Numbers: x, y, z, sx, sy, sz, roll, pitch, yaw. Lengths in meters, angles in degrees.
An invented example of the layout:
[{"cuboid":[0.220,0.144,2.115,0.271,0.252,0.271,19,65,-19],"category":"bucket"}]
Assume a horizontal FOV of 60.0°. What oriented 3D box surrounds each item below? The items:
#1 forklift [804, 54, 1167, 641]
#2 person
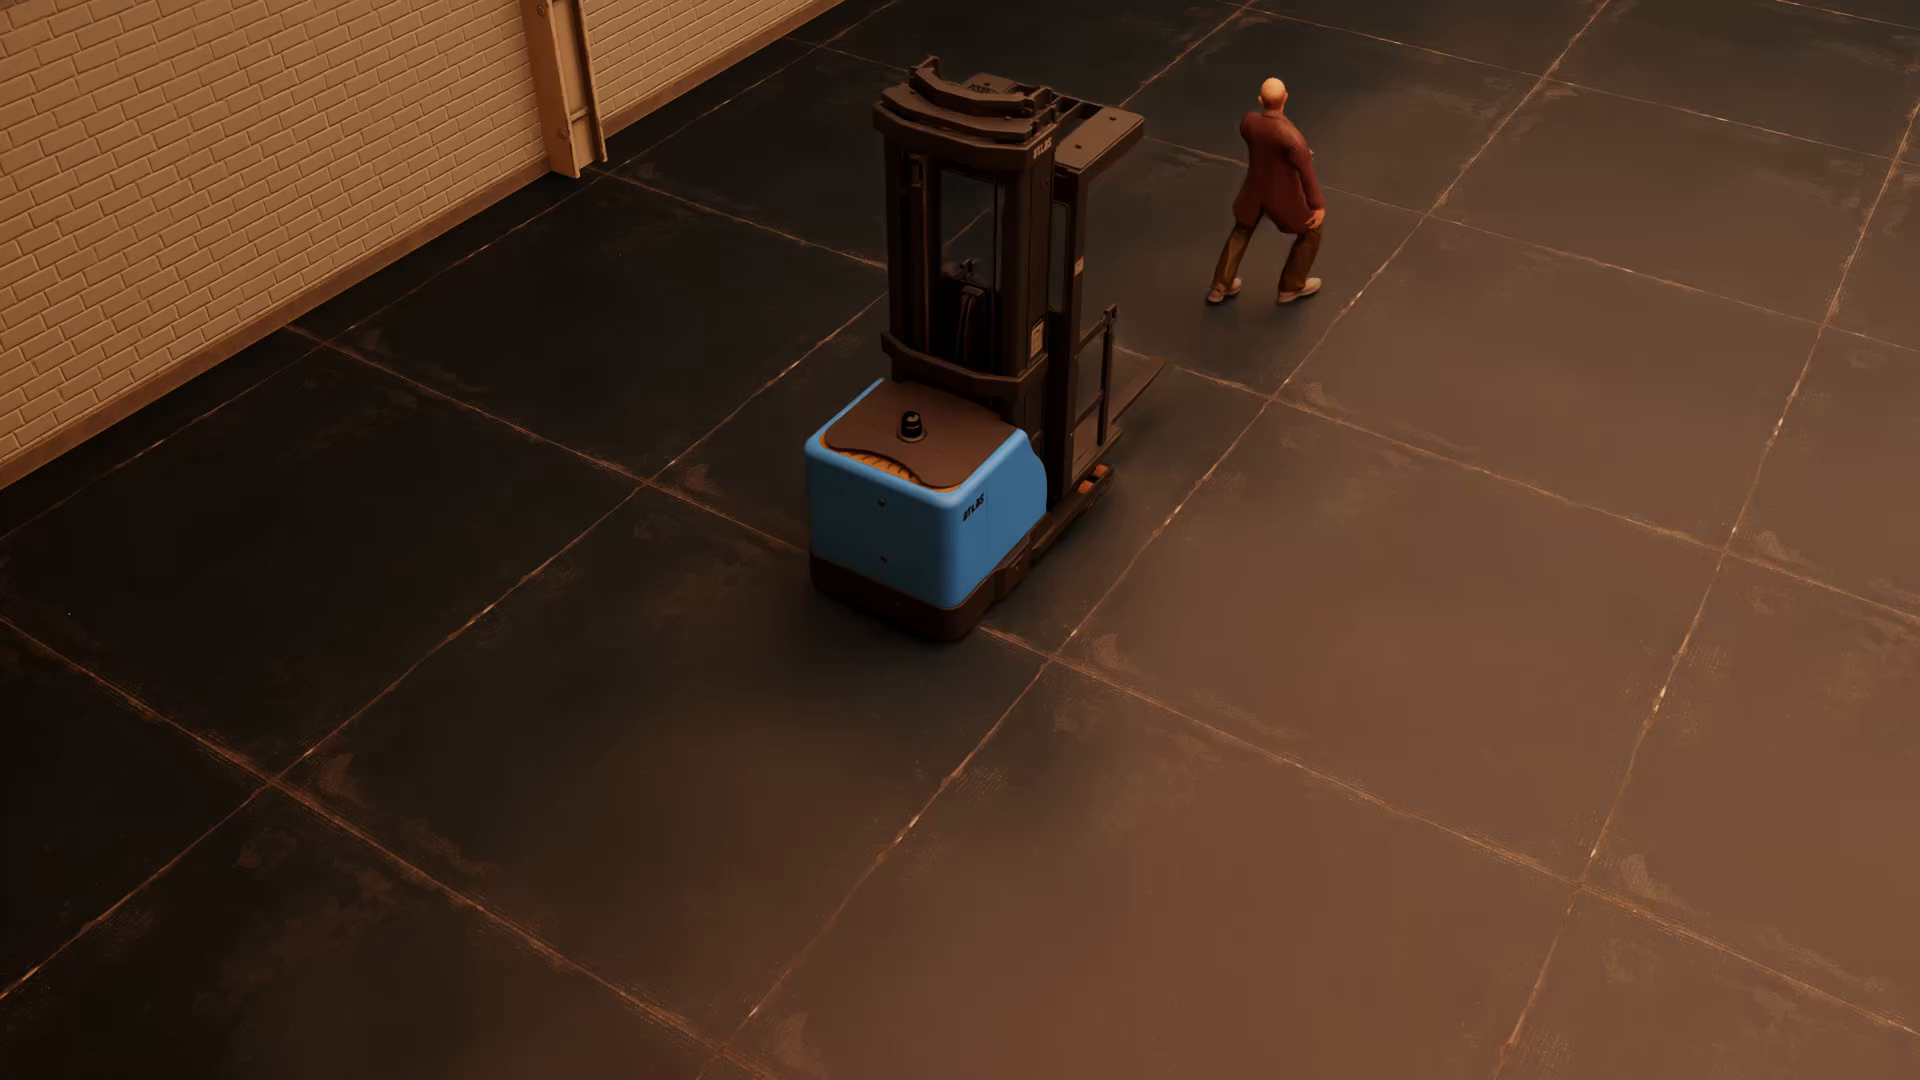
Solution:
[{"cuboid":[0.324,-1.474,9.706,1.130,2.935,3.031,22,45,24],"category":"forklift"},{"cuboid":[2.307,-2.481,11.858,0.749,1.691,0.865,30,49,30],"category":"person"}]
